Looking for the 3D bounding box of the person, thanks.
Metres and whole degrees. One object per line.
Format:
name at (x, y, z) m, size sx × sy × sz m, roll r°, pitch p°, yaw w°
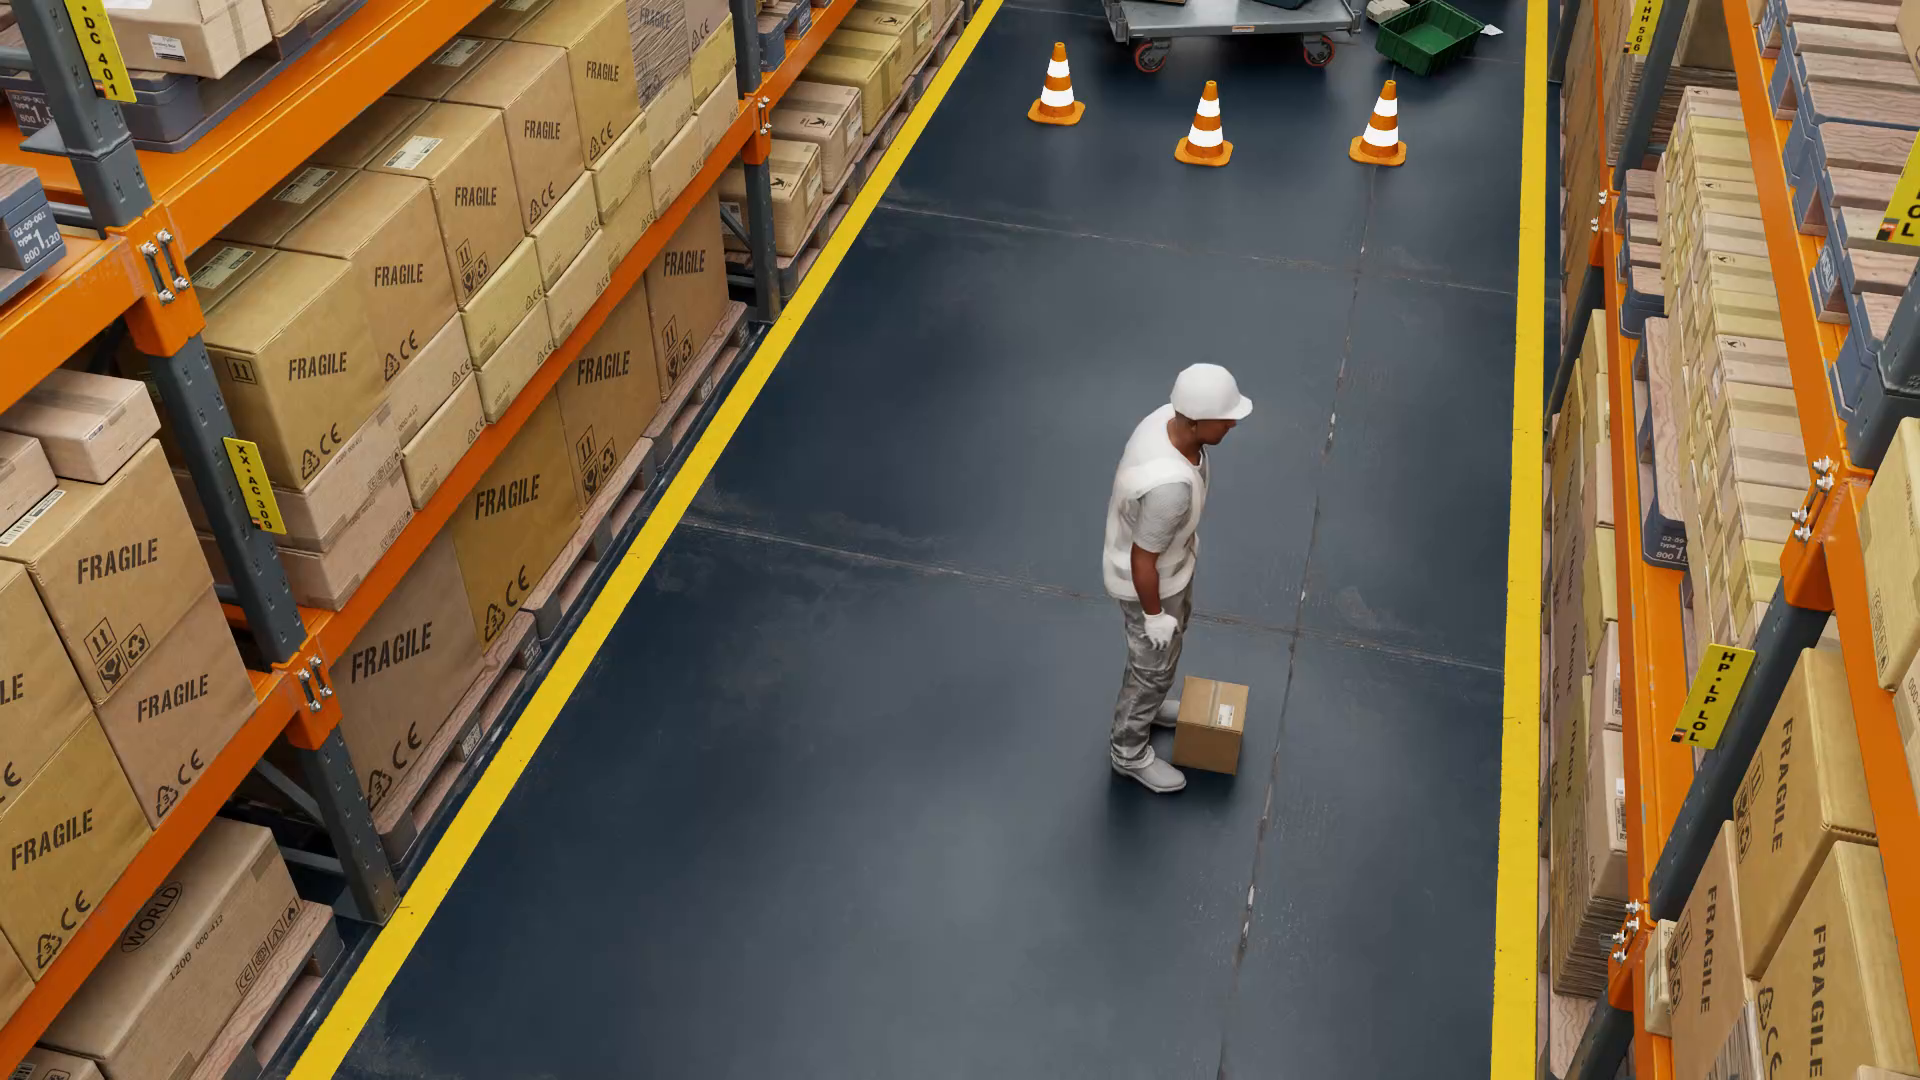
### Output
person at (0.742, 0.118, 6.012) m, size 0.449 × 1.773 × 0.614 m, roll 9°, pitch 42°, yaw 11°
